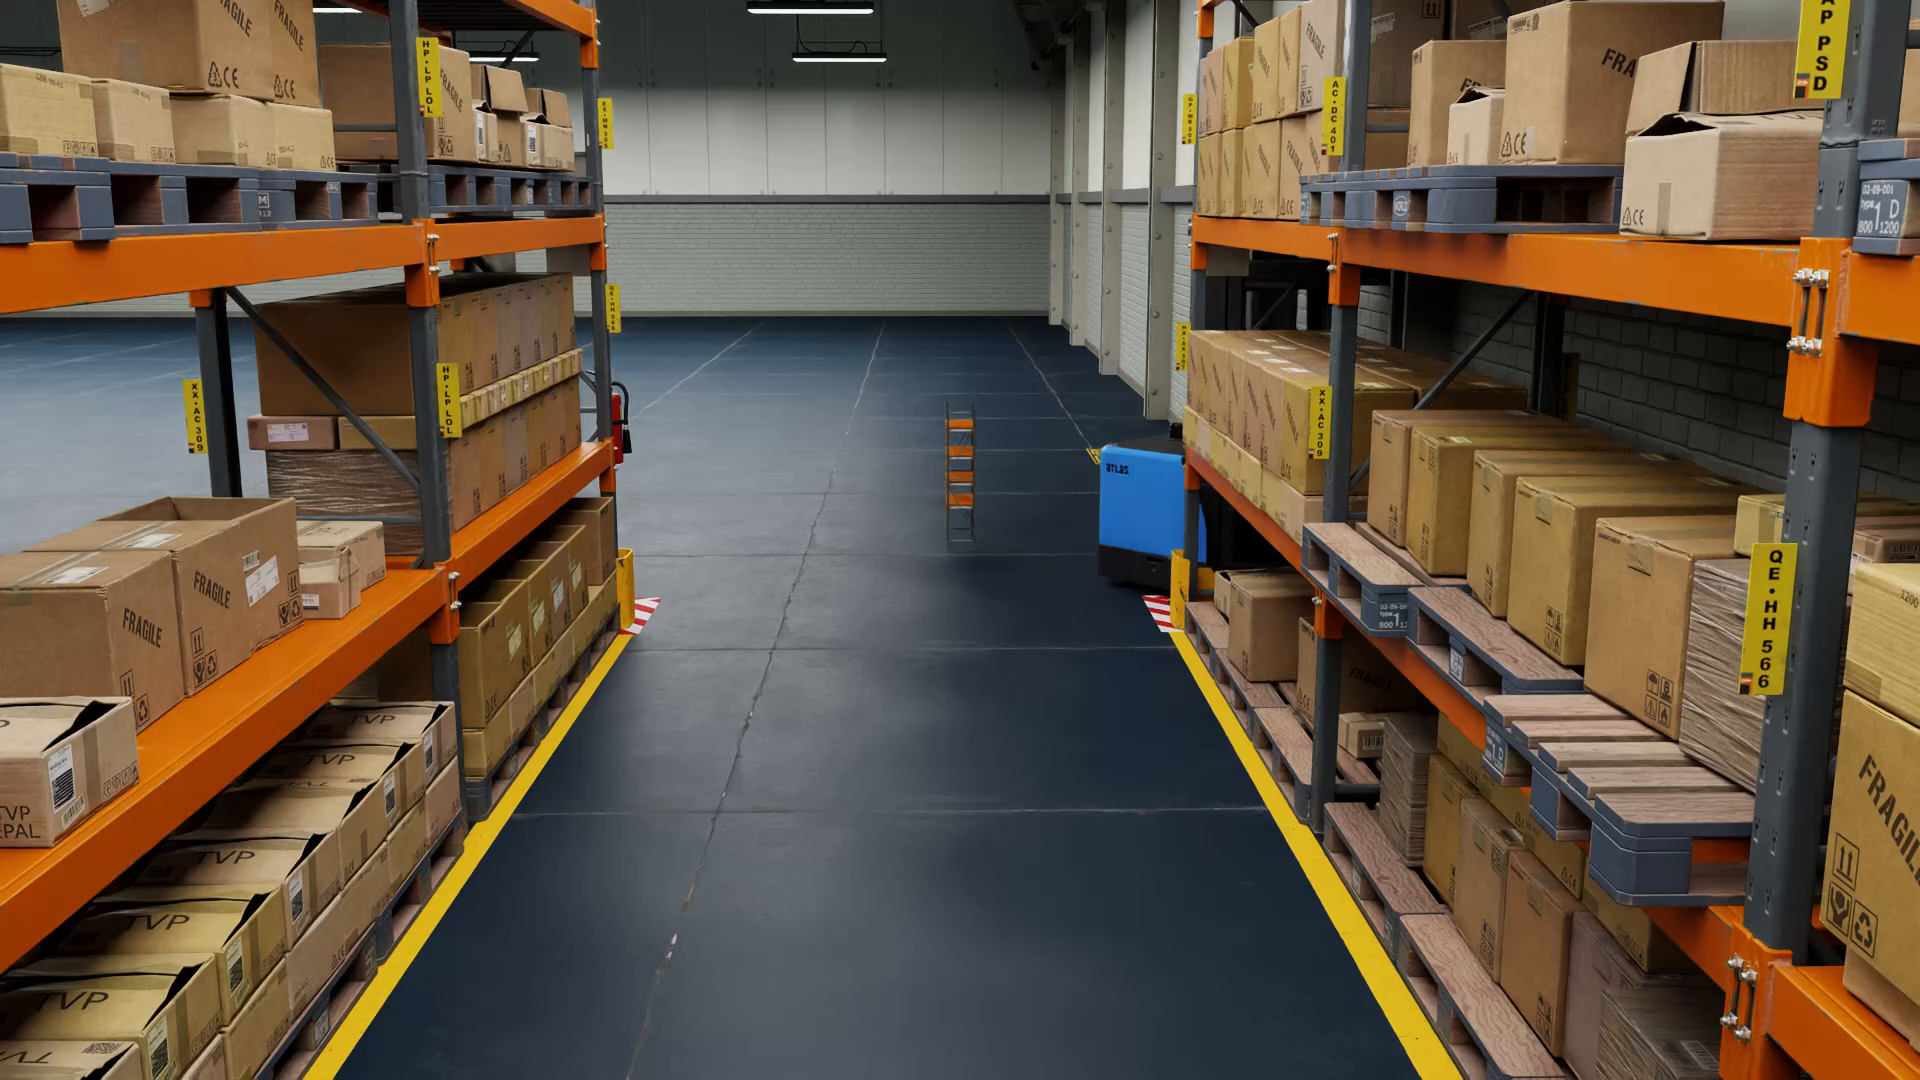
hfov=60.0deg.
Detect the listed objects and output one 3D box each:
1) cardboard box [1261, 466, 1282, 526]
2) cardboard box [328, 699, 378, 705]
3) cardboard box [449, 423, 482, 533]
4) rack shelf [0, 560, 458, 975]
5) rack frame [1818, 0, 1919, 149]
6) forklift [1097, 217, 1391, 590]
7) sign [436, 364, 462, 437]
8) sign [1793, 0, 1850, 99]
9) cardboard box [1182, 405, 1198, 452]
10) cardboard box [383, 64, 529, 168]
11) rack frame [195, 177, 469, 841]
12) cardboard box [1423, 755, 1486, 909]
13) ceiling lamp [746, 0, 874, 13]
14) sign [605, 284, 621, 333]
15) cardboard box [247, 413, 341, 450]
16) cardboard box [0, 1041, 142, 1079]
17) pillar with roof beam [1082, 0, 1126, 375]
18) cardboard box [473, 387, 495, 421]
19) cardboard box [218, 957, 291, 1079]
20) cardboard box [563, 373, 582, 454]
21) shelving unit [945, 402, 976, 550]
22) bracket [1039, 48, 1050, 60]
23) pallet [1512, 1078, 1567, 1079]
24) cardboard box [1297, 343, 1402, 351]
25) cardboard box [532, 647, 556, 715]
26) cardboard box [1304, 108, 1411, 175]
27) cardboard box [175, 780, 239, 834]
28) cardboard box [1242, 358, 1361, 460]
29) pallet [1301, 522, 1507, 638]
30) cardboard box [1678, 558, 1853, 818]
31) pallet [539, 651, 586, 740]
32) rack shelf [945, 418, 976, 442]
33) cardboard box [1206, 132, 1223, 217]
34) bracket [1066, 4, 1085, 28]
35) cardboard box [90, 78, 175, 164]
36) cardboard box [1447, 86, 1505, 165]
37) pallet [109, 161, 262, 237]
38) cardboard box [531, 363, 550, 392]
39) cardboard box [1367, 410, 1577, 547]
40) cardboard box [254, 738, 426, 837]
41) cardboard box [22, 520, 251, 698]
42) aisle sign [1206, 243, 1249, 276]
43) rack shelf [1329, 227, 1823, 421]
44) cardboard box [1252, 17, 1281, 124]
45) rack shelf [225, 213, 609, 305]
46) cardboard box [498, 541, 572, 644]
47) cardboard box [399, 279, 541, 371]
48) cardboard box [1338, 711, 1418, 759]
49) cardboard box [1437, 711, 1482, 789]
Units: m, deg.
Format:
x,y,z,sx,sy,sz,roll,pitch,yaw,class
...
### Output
x,y,z,sx,sy,sz,roll,pitch,yaw,class
1.838,-0.232,8.485,0.500,0.250,0.500,0,11,-1,cardboard box
-3.028,0.968,8.103,0.500,0.250,0.500,0,11,-1,cardboard box
-2.832,-0.325,8.363,0.700,0.500,0.500,0,11,-2,cardboard box
-2.758,0.668,5.533,1.077,0.370,4.000,0,11,-1,rack shelf
2.236,-2.249,3.010,1.000,3.000,0.127,0,11,-1,rack frame
2.478,-0.974,11.990,3.031,2.935,1.130,11,16,42,forklift
-2.257,-0.615,7.335,0.100,0.325,0.005,0,11,-1,sign
1.693,-1.030,3.248,0.100,0.325,0.005,0,11,-1,sign
1.763,-0.737,10.973,0.500,0.250,0.500,-1,11,-3,cardboard box
-2.707,-2.205,8.673,0.797,0.503,0.637,1,12,5,cardboard box
-2.799,-0.083,7.421,1.000,3.000,0.127,0,11,-1,rack frame
2.246,1.155,6.504,0.700,0.500,0.500,0,11,-2,cardboard box
-2.362,-9.928,26.182,2.000,3.185,0.800,0,11,-1,ceiling lamp
-2.339,-1.561,11.199,0.100,0.325,0.005,0,11,-1,sign
-3.019,-0.503,7.609,0.380,0.149,0.250,0,11,-1,cardboard box
-2.434,1.474,4.197,0.500,0.311,0.500,0,11,1,cardboard box
-1.726,-7.264,27.730,9.100,9.000,0.548,0,11,-1,pillar with roof beam
-2.634,-0.707,8.615,0.380,0.149,0.250,-1,11,-3,cardboard box
-2.462,1.546,5.255,0.500,0.250,0.500,-1,11,-3,cardboard box
-2.885,-0.834,10.873,0.700,0.500,0.500,0,11,-1,cardboard box
0.003,-0.555,14.278,0.258,1.200,0.503,0,11,-1,shelving unit
1.983,-11.347,38.803,0.235,0.232,0.430,0,11,-1,bracket
2.221,1.903,4.649,1.003,0.211,1.213,0,11,-1,pallet
2.308,-0.907,9.926,0.500,0.500,0.500,-1,11,-3,cardboard box
-2.516,0.767,9.094,0.500,0.250,0.500,0,11,-1,cardboard box
1.895,-1.732,7.708,0.500,0.500,0.500,0,11,0,cardboard box
-3.023,1.070,6.190,0.500,0.311,0.500,-1,11,-3,cardboard box
1.818,-0.699,8.903,0.500,0.500,0.500,-1,11,-3,cardboard box
2.023,0.143,6.793,1.003,0.211,1.213,0,11,-1,pallet
2.216,0.334,4.013,0.700,0.500,0.500,-2,12,-8,cardboard box
-2.802,0.883,9.677,1.003,0.211,1.213,0,11,-1,pallet
0.003,-0.940,14.199,0.258,0.148,0.480,0,11,-1,rack shelf
1.803,-2.253,10.275,0.500,0.500,0.500,1,11,3,cardboard box
2.161,-9.642,30.400,0.076,0.066,4.783,0,11,-1,bracket
-2.821,-1.305,5.222,0.500,0.250,0.500,-1,12,-6,cardboard box
2.097,-1.504,6.054,0.500,0.311,0.500,0,11,1,cardboard box
-2.846,-1.022,4.982,1.003,0.211,1.213,0,11,1,pallet
-2.663,-0.964,9.885,0.380,0.149,0.250,0,11,1,cardboard box
2.130,-0.267,6.972,0.700,0.500,0.500,0,11,-1,cardboard box
-2.487,0.967,6.697,0.500,0.311,0.500,0,11,0,cardboard box
-2.779,0.226,5.652,0.500,0.500,0.500,0,11,-1,cardboard box
1.769,-2.186,11.251,0.394,0.787,0.004,0,11,-1,aisle sign
2.194,-0.824,5.339,1.077,0.370,4.000,0,11,-1,rack shelf
1.829,-2.434,8.650,0.500,0.500,0.500,-1,11,-3,cardboard box
-2.841,-1.598,9.154,1.077,0.370,4.000,0,11,-1,rack shelf
-2.529,0.300,9.509,0.500,0.500,0.500,0,11,-1,cardboard box
-2.857,-1.254,9.683,0.700,0.500,0.500,0,11,-1,cardboard box
2.112,0.963,8.287,0.380,0.166,0.250,-2,12,-9,cardboard box
2.197,0.772,6.503,0.500,0.250,0.500,0,11,-2,cardboard box
